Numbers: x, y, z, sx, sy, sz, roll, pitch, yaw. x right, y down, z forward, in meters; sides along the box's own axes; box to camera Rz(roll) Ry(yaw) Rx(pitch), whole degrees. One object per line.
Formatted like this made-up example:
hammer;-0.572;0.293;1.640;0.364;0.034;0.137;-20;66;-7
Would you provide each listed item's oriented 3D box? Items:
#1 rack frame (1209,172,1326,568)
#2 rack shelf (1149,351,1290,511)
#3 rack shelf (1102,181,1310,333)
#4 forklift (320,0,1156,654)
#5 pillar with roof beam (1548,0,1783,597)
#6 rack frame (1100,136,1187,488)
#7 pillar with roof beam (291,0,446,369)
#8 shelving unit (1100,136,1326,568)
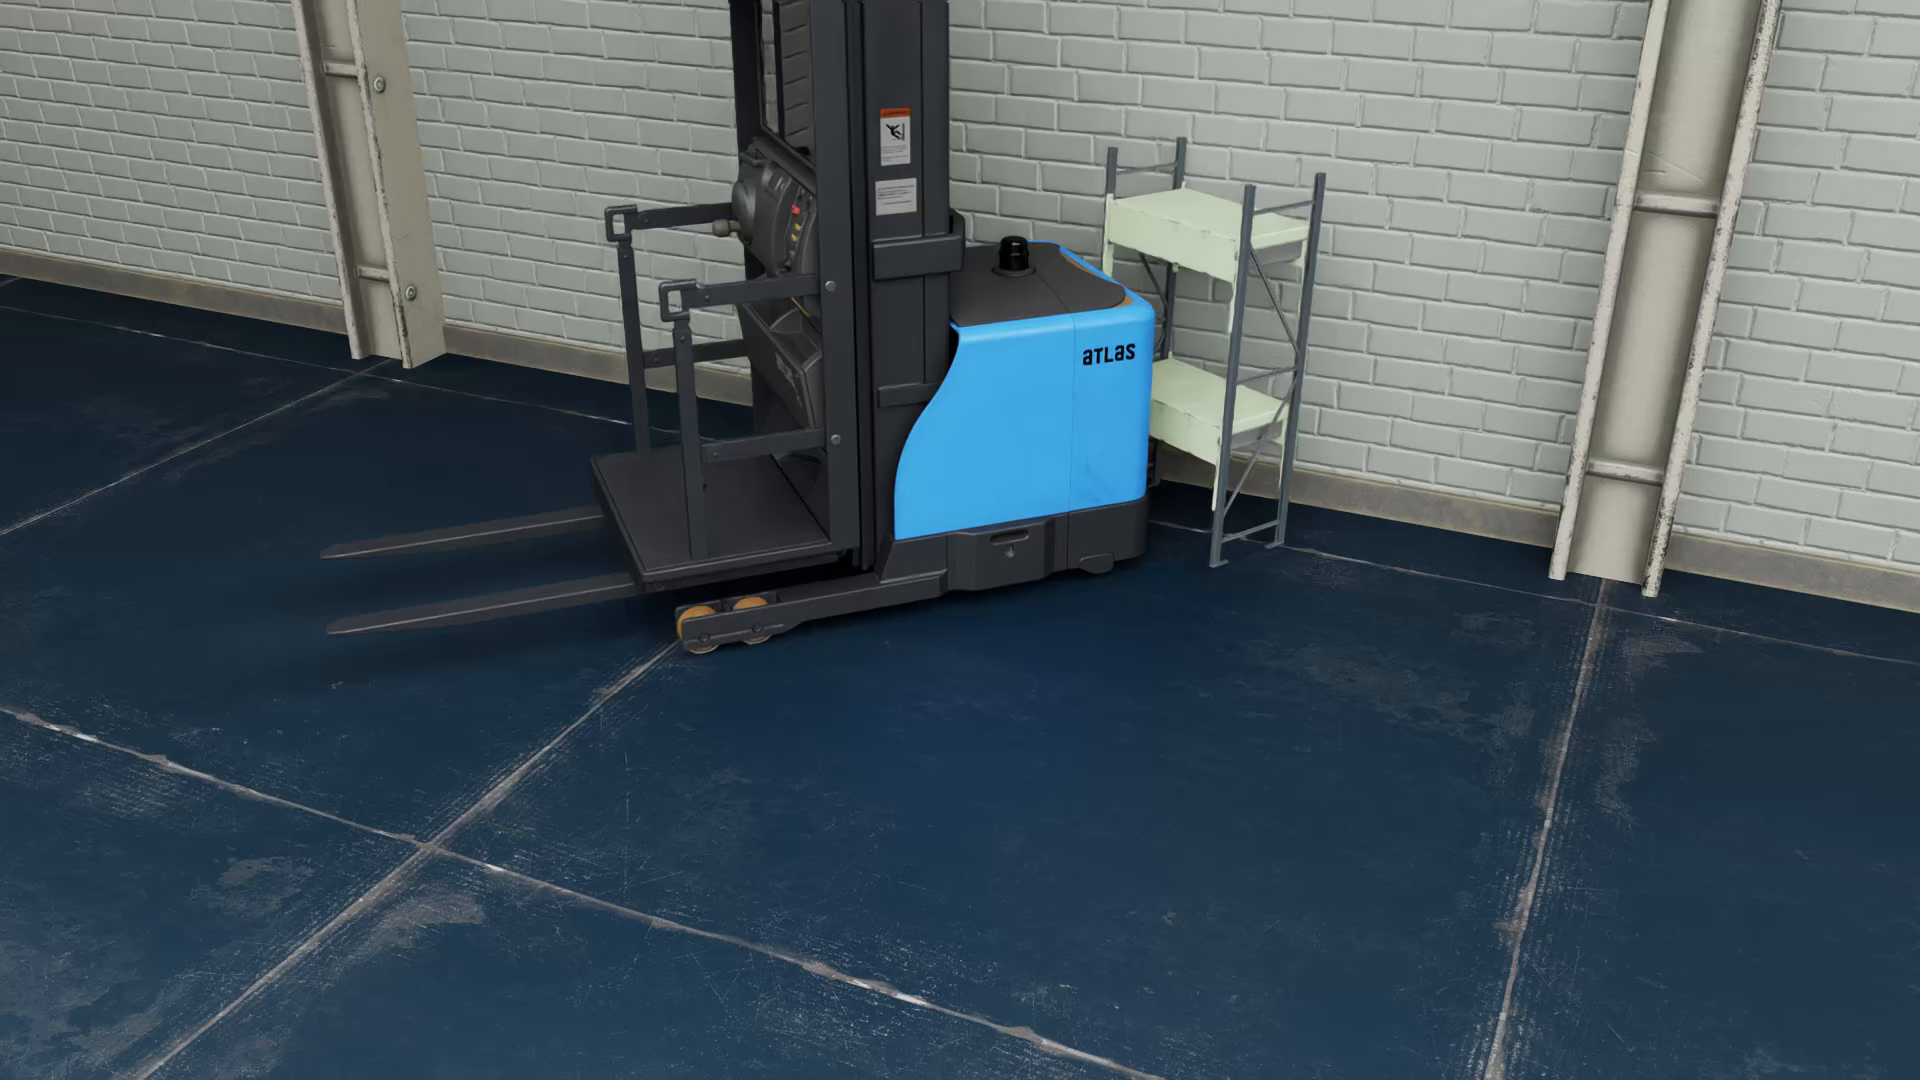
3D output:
rack frame;1.157;-0.619;6.294;0.400;1.500;0.023;-17;31;-33
rack shelf;0.931;-0.453;6.696;0.431;0.370;0.720;-17;31;-33
rack shelf;0.946;-1.101;6.391;0.431;0.370;0.720;-17;31;-33
forklift;-0.839;-1.174;5.816;3.031;2.935;1.130;-10;28;-19
pillar with roof beam;0.745;-2.186;1.001;0.400;9.000;9.100;11;28;22
rack frame;0.719;-0.877;6.820;0.400;1.500;0.023;-17;31;-33
pillar with roof beam;-4.717;-3.283;3.230;0.400;9.000;9.100;11;28;22
shelving unit;0.938;-0.748;6.557;0.431;1.500;0.755;-17;31;-33
